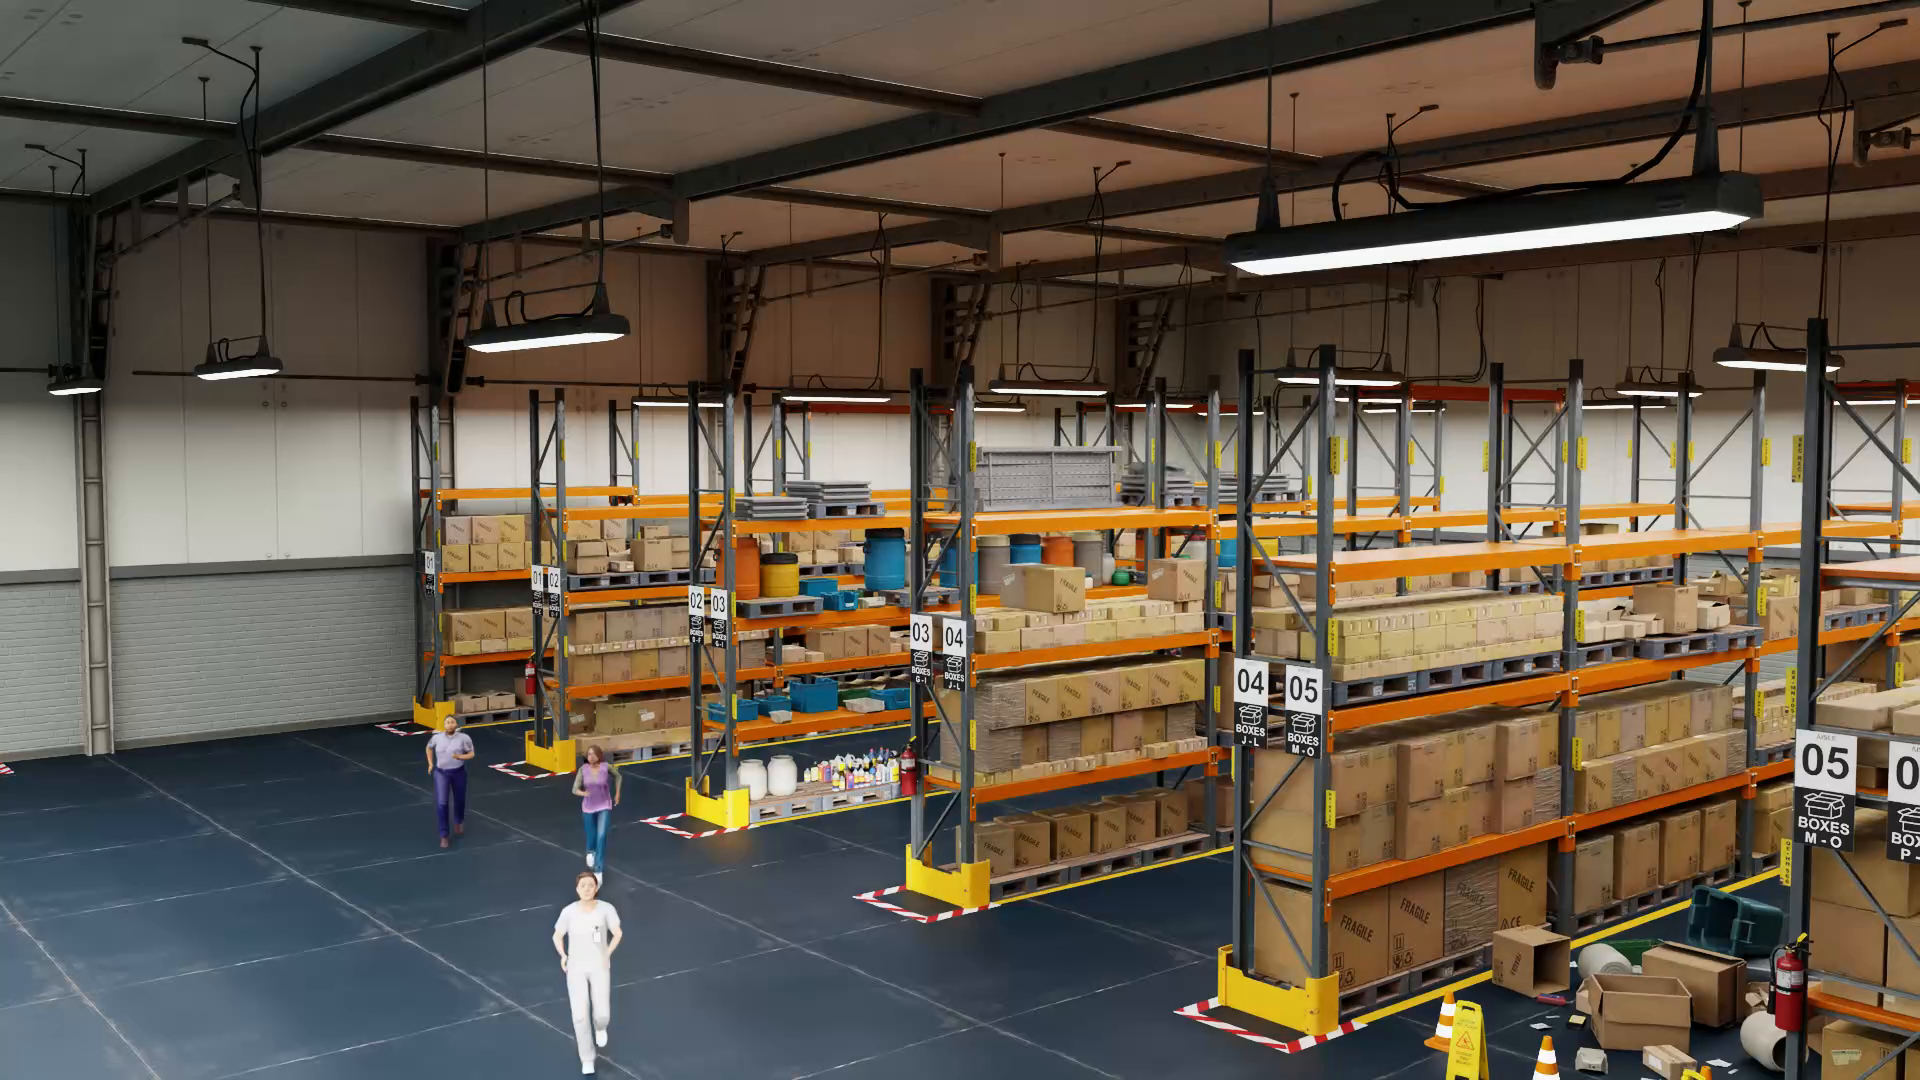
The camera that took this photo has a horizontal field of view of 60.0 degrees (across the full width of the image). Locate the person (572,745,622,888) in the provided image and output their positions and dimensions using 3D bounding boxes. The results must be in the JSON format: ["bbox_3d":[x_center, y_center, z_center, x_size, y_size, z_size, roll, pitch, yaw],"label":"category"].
[{"bbox_3d":[-4.285,3.204,19.653,0.549,1.619,0.874,0,3,-5],"label":"person"}]

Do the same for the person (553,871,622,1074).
[{"bbox_3d":[-3.074,3.537,13.766,0.546,1.619,0.609,-1,3,-10],"label":"person"}]

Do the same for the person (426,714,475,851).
[{"bbox_3d":[-6.543,3.066,21.379,0.594,1.671,0.895,-1,4,-18],"label":"person"}]
